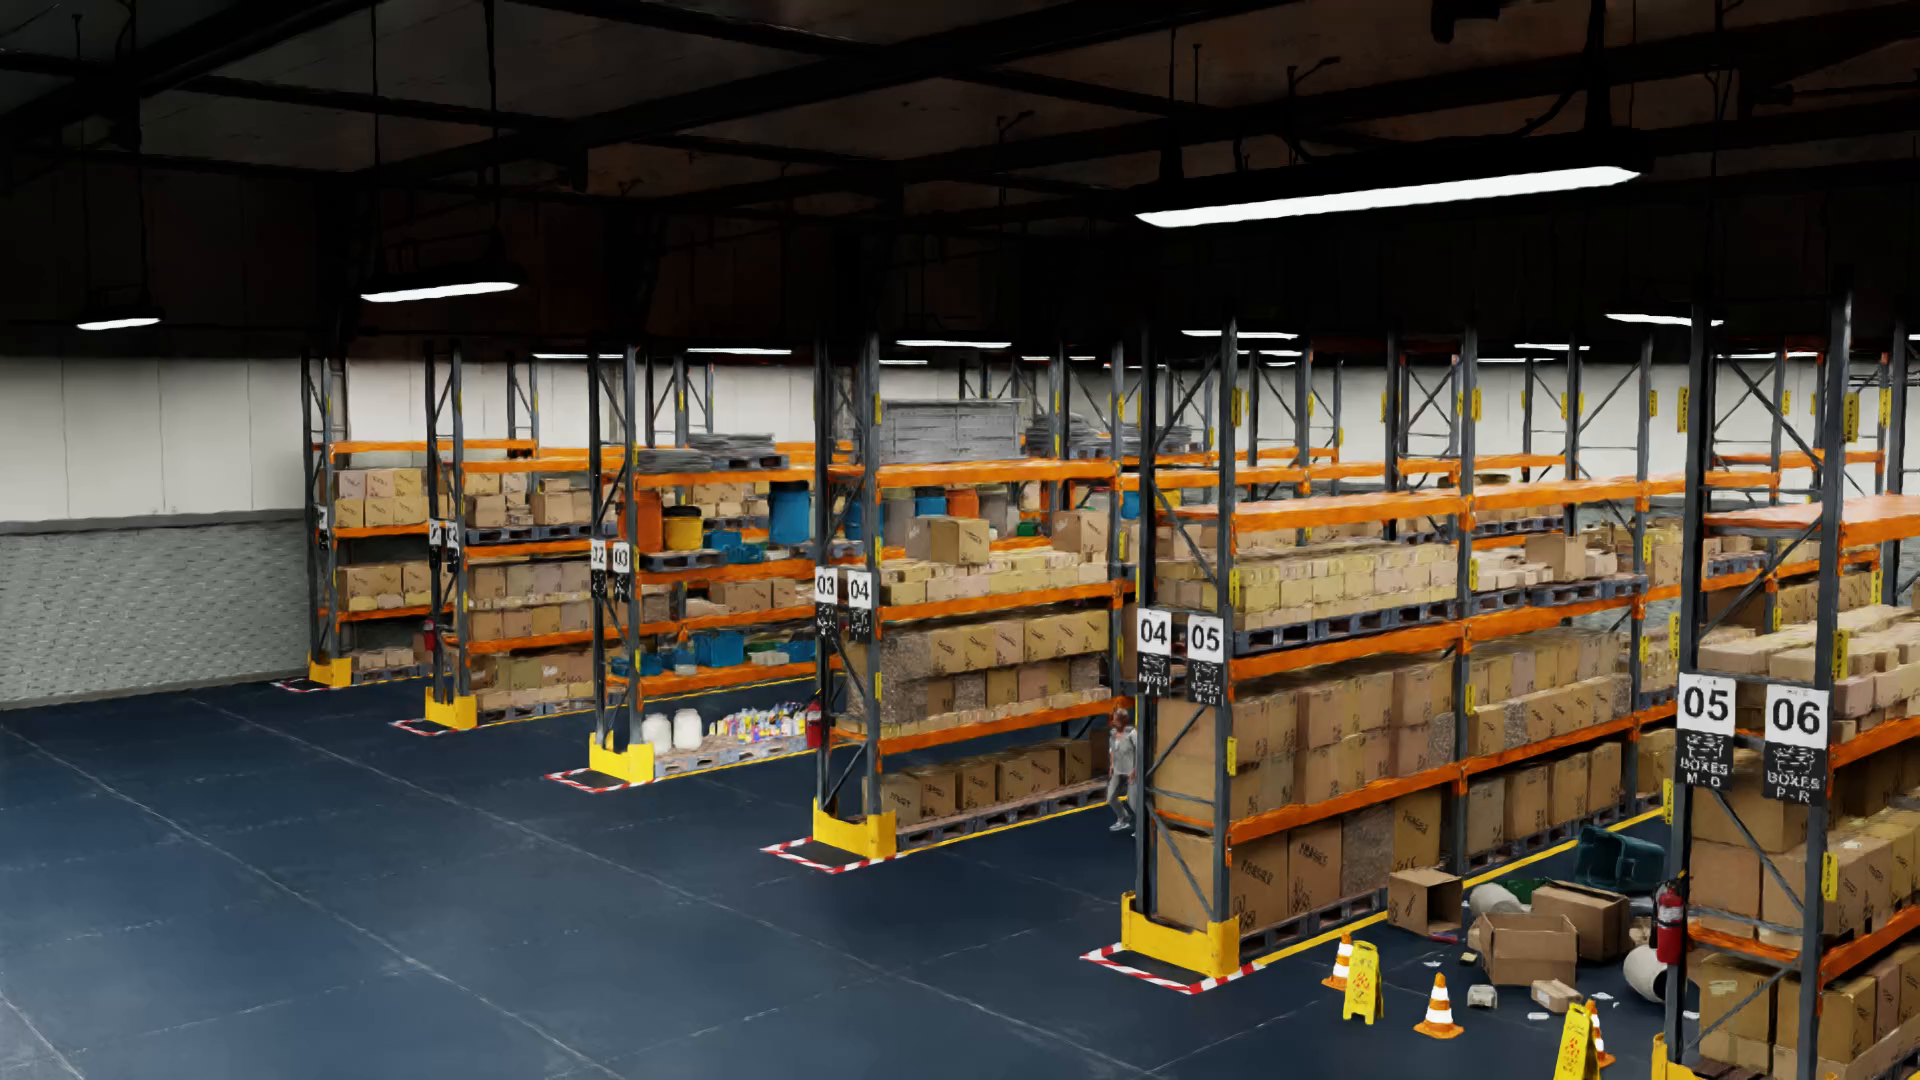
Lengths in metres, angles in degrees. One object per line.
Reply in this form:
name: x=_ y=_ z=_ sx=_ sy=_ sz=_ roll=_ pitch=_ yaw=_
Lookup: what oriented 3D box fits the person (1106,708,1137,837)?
person: x=1.943 y=2.700 z=19.378 sx=0.512 sy=1.541 sz=0.566 roll=-5 pitch=7 yaw=-45
